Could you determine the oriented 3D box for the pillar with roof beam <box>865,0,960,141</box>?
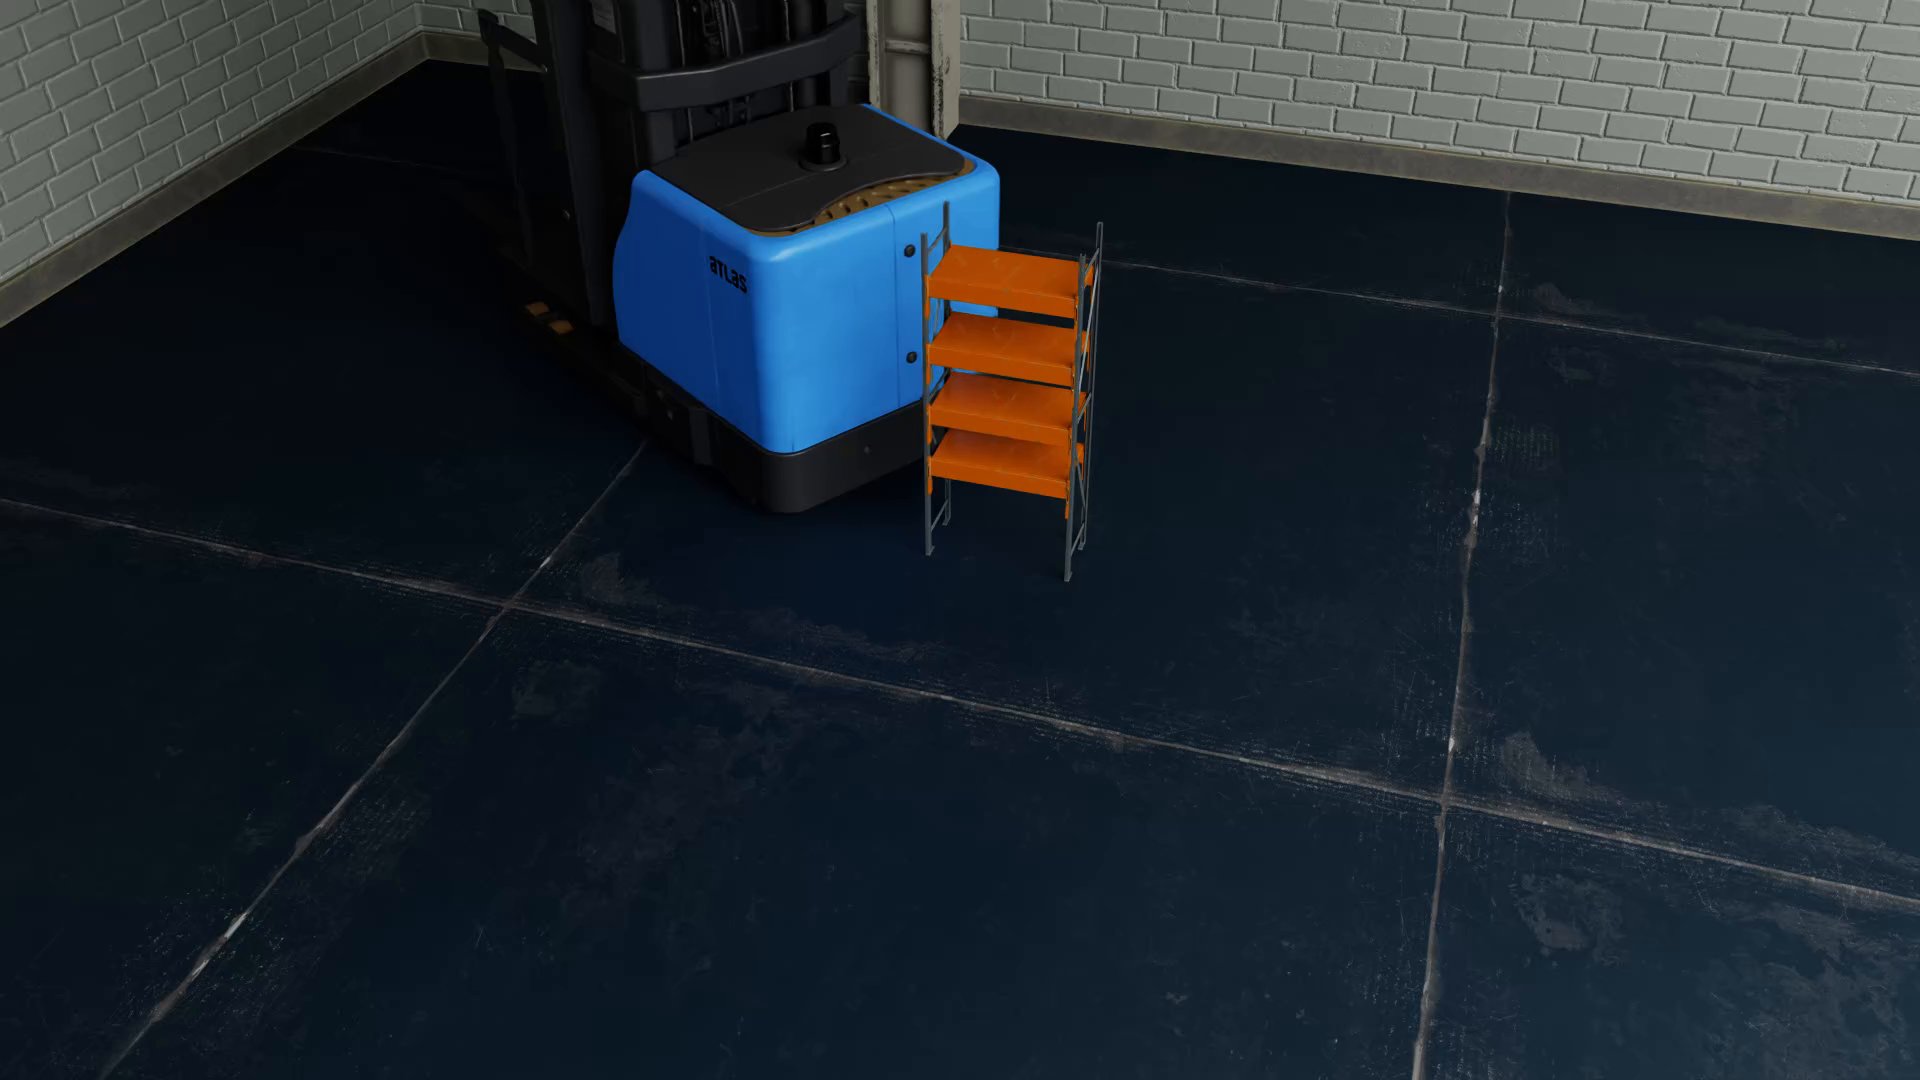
[{"bbox_3d":[-1.517,-3.339,2.695,0.400,9.000,9.100,10,38,14],"label":"pillar with roof beam"}]

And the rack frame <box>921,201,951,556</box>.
[{"bbox_3d":[-0.075,-0.497,5.413,0.015,1.200,0.240,10,38,14],"label":"rack frame"}]

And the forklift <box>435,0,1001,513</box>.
[{"bbox_3d":[-1.175,-2.076,6.098,1.130,2.935,3.031,-26,44,-31],"label":"forklift"}]

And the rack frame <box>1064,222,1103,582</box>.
[{"bbox_3d":[0.391,-0.411,5.296,0.015,1.200,0.240,10,38,14],"label":"rack frame"}]

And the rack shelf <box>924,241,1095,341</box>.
[{"bbox_3d":[0.158,-0.770,5.122,0.480,0.148,0.258,10,38,14],"label":"rack shelf"}]

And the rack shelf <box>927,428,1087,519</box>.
[{"bbox_3d":[0.158,-0.240,5.512,0.480,0.148,0.258,10,38,14],"label":"rack shelf"}]

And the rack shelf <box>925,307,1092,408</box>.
[{"bbox_3d":[0.158,-0.580,5.262,0.480,0.148,0.258,10,38,14],"label":"rack shelf"}]

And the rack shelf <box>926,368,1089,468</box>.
[{"bbox_3d":[0.158,-0.400,5.394,0.480,0.148,0.258,10,38,14],"label":"rack shelf"}]

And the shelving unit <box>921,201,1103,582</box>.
[{"bbox_3d":[0.158,-0.454,5.355,0.503,1.200,0.258,10,38,14],"label":"shelving unit"}]
